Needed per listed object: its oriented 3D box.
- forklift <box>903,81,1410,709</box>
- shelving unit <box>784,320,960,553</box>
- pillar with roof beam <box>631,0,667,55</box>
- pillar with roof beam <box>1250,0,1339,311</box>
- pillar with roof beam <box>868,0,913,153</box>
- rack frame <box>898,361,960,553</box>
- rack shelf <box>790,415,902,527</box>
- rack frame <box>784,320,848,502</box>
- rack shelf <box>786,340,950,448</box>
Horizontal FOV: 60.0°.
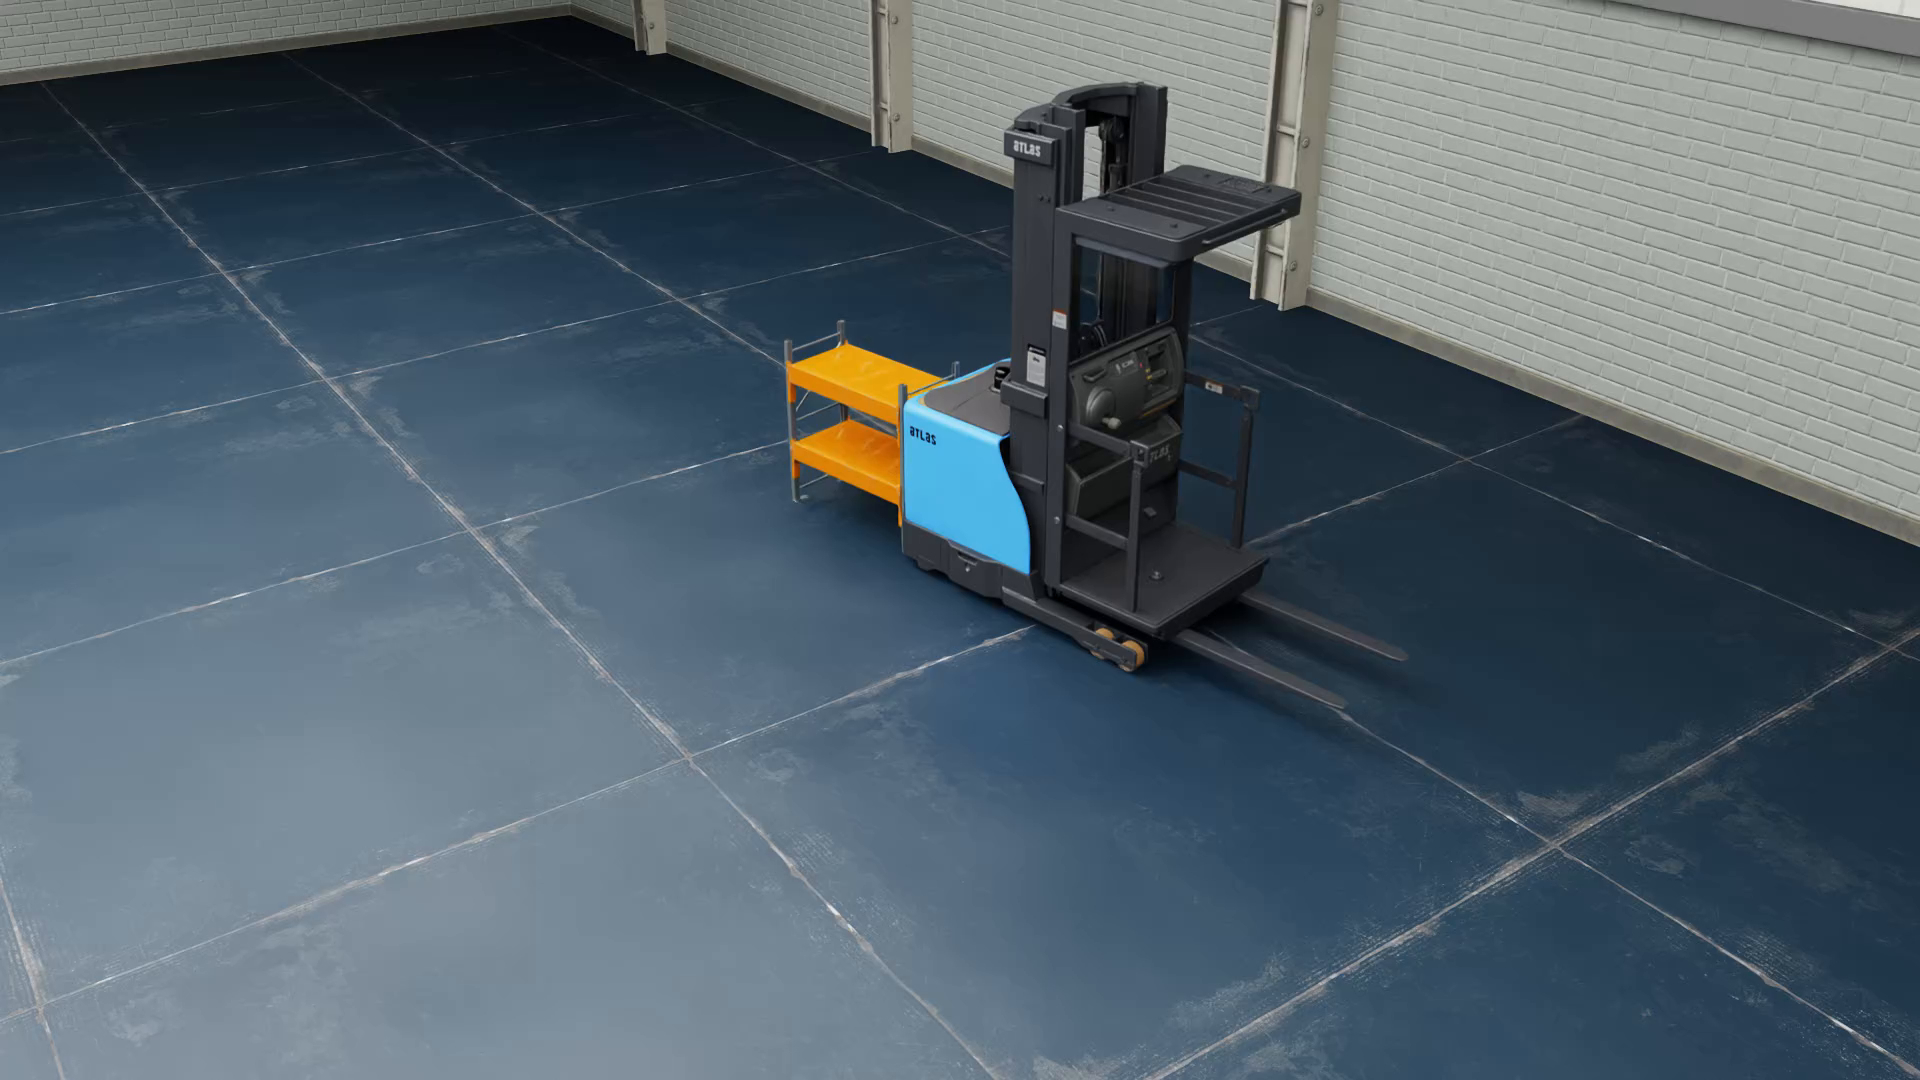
[{"bbox_3d":[1.070,-0.847,8.964,3.031,2.935,1.130,24,37,37],"label":"forklift"},{"bbox_3d":[-0.552,-0.669,10.530,1.048,1.125,0.538,24,37,37],"label":"shelving unit"},{"bbox_3d":[-7.738,-9.478,18.500,9.100,9.000,0.400,-19,34,-31],"label":"pillar with roof beam"},{"bbox_3d":[-0.778,-4.813,9.910,9.100,9.000,0.400,-19,34,-31],"label":"pillar with roof beam"},{"bbox_3d":[-4.258,-7.146,14.205,9.100,9.000,0.400,-19,34,-31],"label":"pillar with roof beam"},{"bbox_3d":[-0.181,-0.503,10.224,0.032,1.125,0.500,24,37,37],"label":"rack frame"},{"bbox_3d":[-0.552,-0.454,10.647,1.000,0.278,0.538,24,37,37],"label":"rack shelf"},{"bbox_3d":[-0.922,-0.835,10.836,0.032,1.125,0.500,24,37,37],"label":"rack frame"},{"bbox_3d":[-0.552,-0.926,10.391,1.000,0.278,0.538,24,37,37],"label":"rack shelf"}]
